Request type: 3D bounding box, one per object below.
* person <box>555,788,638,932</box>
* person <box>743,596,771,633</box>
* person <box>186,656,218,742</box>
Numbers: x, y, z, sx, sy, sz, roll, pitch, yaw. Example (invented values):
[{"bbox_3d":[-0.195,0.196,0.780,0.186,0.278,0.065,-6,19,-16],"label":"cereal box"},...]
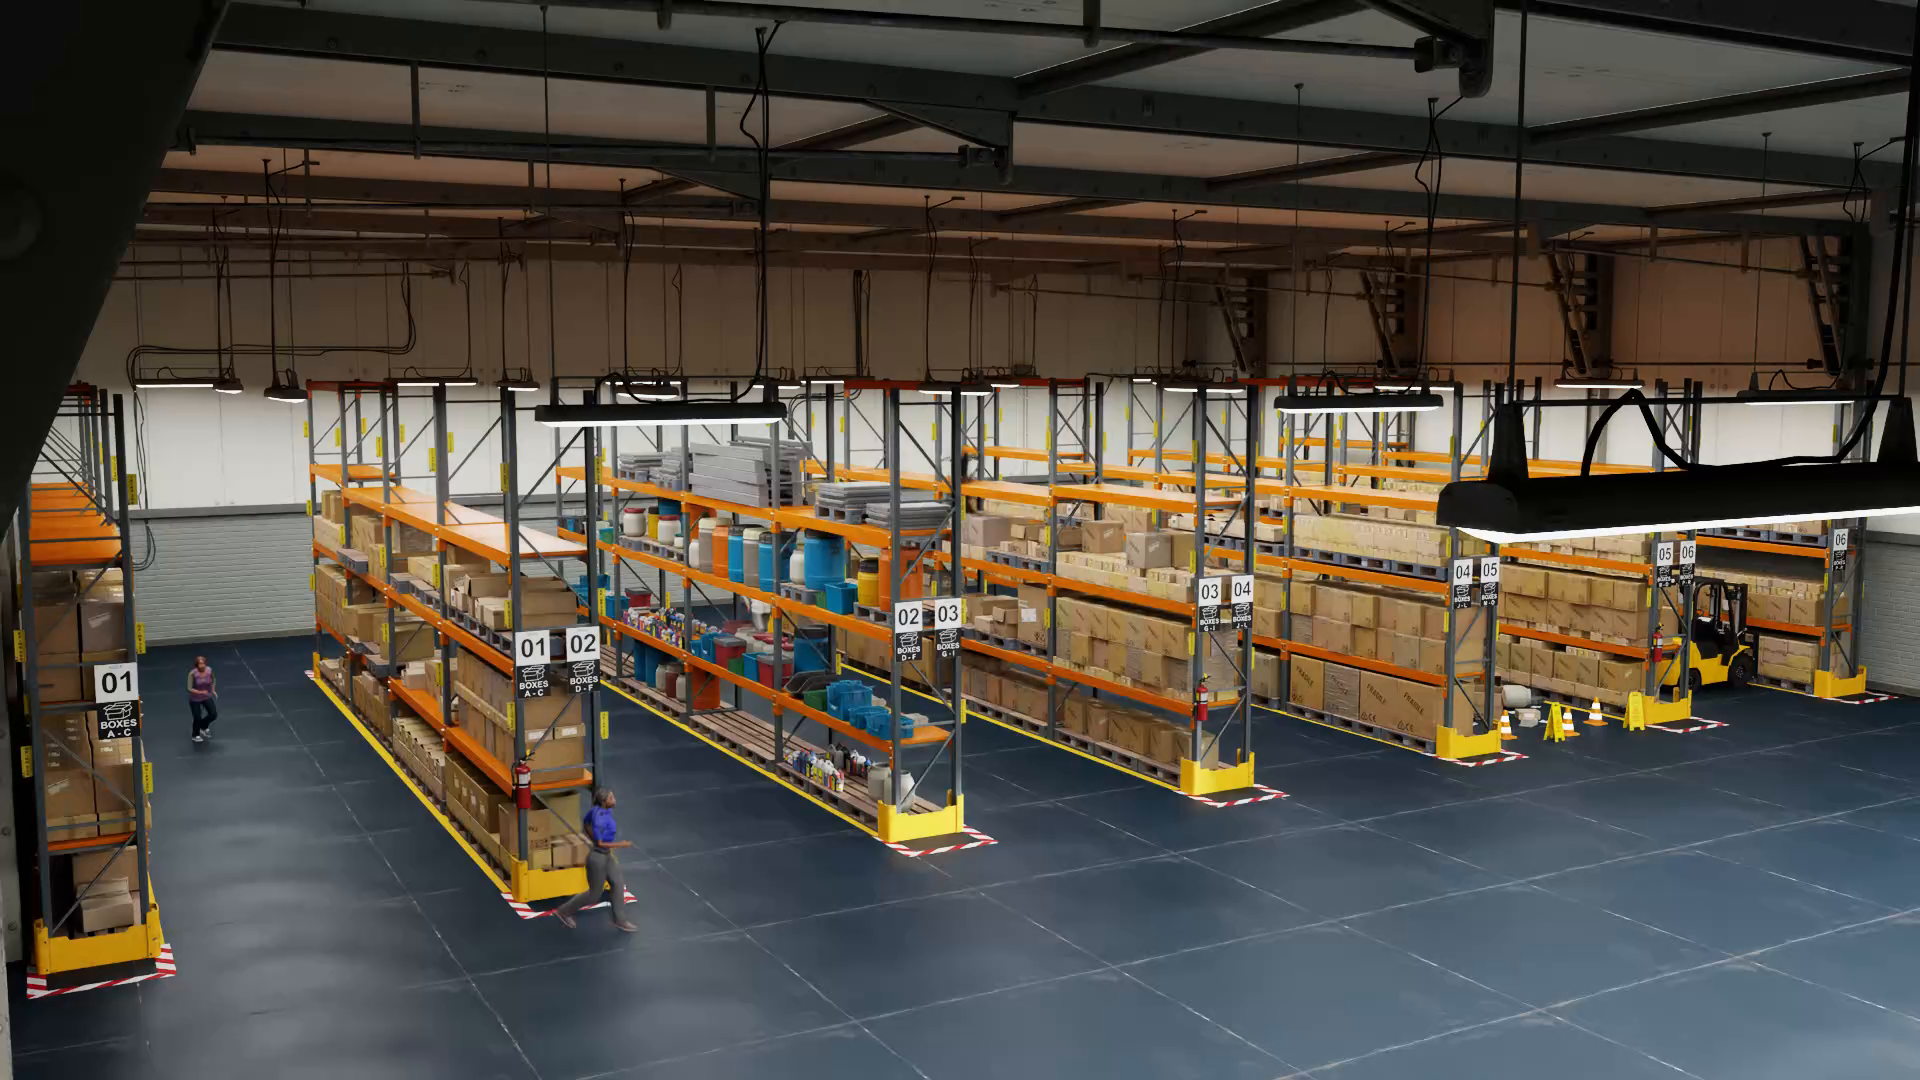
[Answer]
[{"bbox_3d":[-4.043,3.568,18.431,0.899,1.672,0.552,-1,6,-5],"label":"person"},{"bbox_3d":[-4.335,1.594,36.176,0.641,1.818,0.843,-3,7,-30],"label":"person"},{"bbox_3d":[-12.620,2.653,27.691,0.743,1.492,0.537,6,8,44],"label":"person"}]
